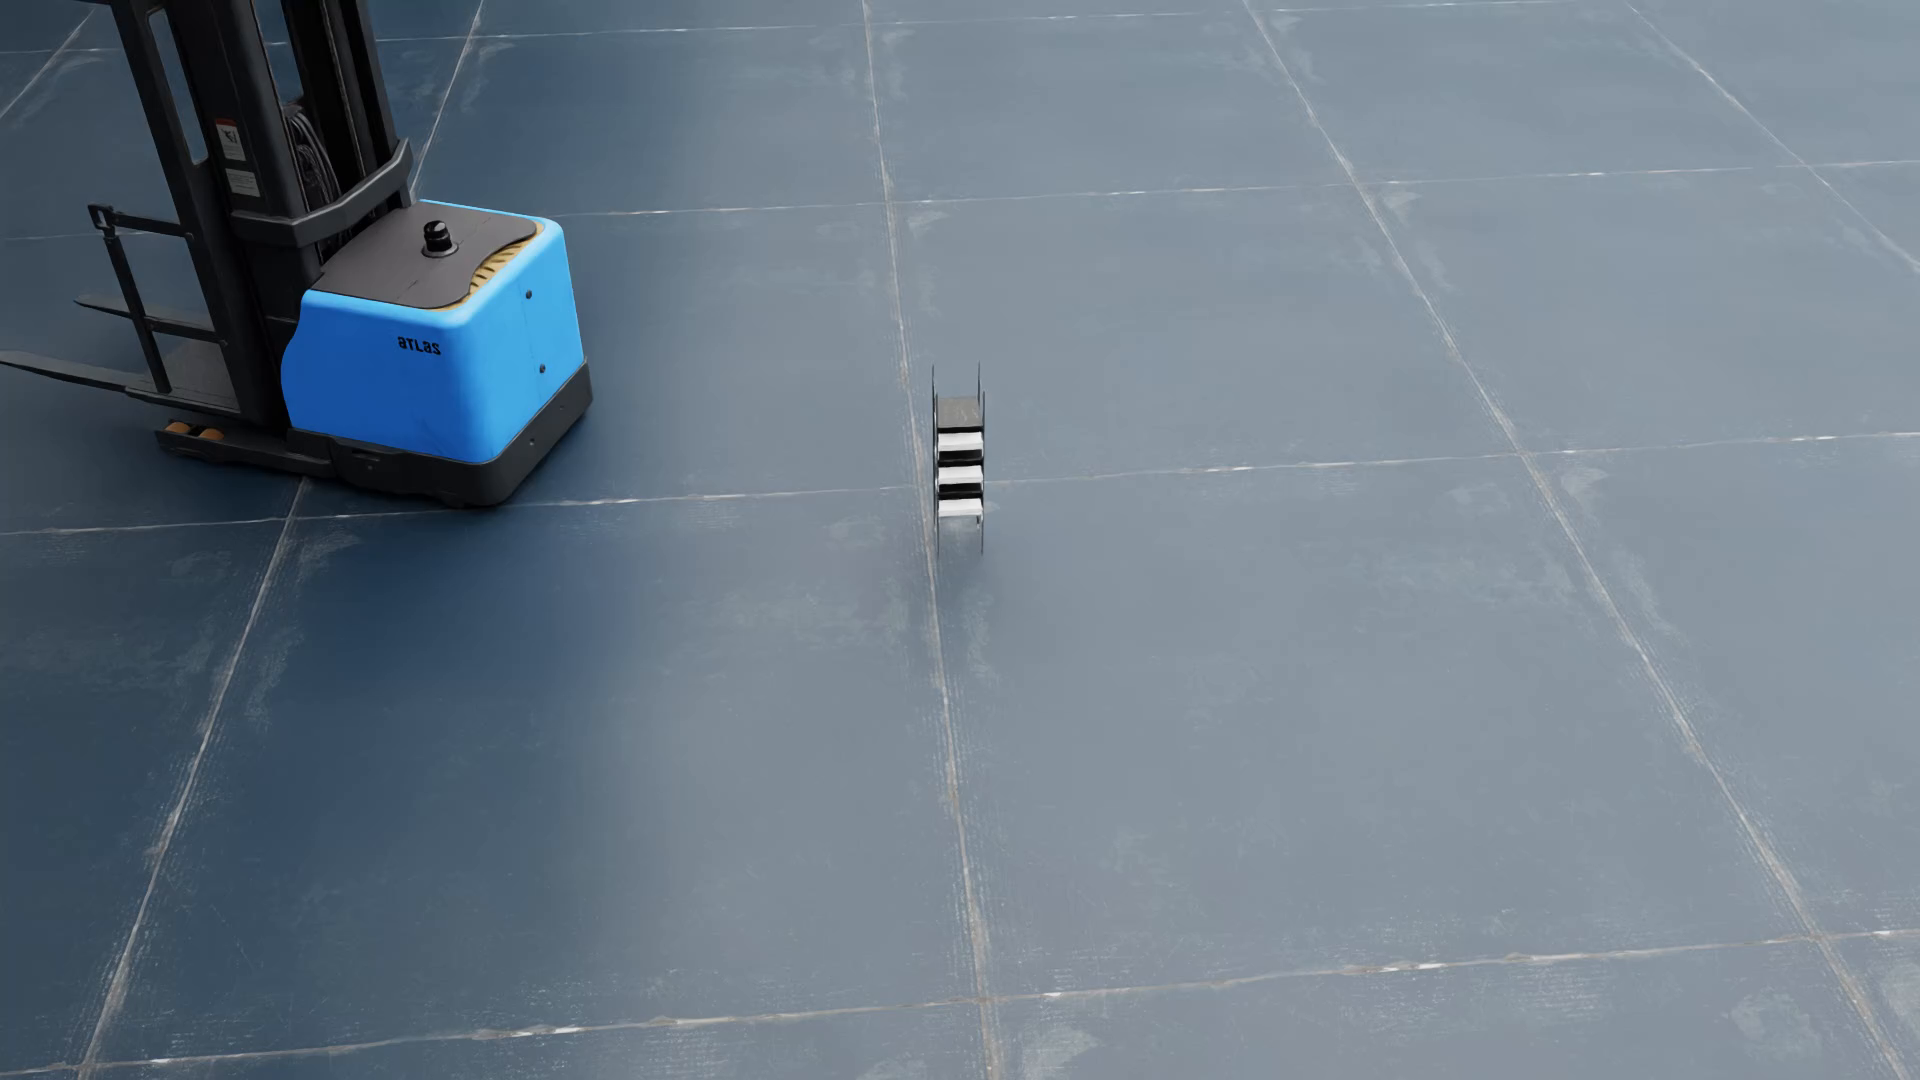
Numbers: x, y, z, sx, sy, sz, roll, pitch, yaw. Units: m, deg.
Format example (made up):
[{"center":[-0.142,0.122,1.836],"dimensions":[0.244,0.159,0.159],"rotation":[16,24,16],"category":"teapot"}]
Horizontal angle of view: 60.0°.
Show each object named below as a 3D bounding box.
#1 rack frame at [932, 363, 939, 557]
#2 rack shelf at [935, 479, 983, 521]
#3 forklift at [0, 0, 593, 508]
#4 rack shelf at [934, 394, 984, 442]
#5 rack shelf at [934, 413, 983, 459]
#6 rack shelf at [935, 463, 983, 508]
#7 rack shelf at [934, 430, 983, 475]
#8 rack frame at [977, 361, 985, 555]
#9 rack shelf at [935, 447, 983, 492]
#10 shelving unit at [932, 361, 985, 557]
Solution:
[{"center":[-0.109,-0.347,7.464],"dimensions":[0.006,0.900,0.240],"rotation":[-3,38,-4],"category":"rack frame"},{"center":[-0.008,-0.185,7.603],"dimensions":[0.200,0.077,0.258],"rotation":[-3,38,-4],"category":"rack shelf"},{"center":[-3.460,-1.831,7.705],"dimensions":[3.031,2.935,1.130],"rotation":[11,40,14],"category":"forklift"},{"center":[-0.008,-0.539,7.324],"dimensions":[0.200,0.077,0.258],"rotation":[-3,38,-4],"category":"rack shelf"},{"center":[-0.008,-0.468,7.380],"dimensions":[0.200,0.077,0.258],"rotation":[-3,38,-4],"category":"rack shelf"},{"center":[-0.008,-0.256,7.547],"dimensions":[0.200,0.077,0.258],"rotation":[-3,38,-4],"category":"rack shelf"},{"center":[-0.008,-0.397,7.436],"dimensions":[0.200,0.077,0.258],"rotation":[-3,38,-4],"category":"rack shelf"},{"center":[0.093,-0.358,7.478],"dimensions":[0.006,0.900,0.240],"rotation":[-3,38,-4],"category":"rack frame"},{"center":[-0.008,-0.327,7.491],"dimensions":[0.200,0.077,0.258],"rotation":[-3,38,-4],"category":"rack shelf"},{"center":[-0.008,-0.353,7.471],"dimensions":[0.210,0.900,0.258],"rotation":[-3,38,-4],"category":"shelving unit"}]
